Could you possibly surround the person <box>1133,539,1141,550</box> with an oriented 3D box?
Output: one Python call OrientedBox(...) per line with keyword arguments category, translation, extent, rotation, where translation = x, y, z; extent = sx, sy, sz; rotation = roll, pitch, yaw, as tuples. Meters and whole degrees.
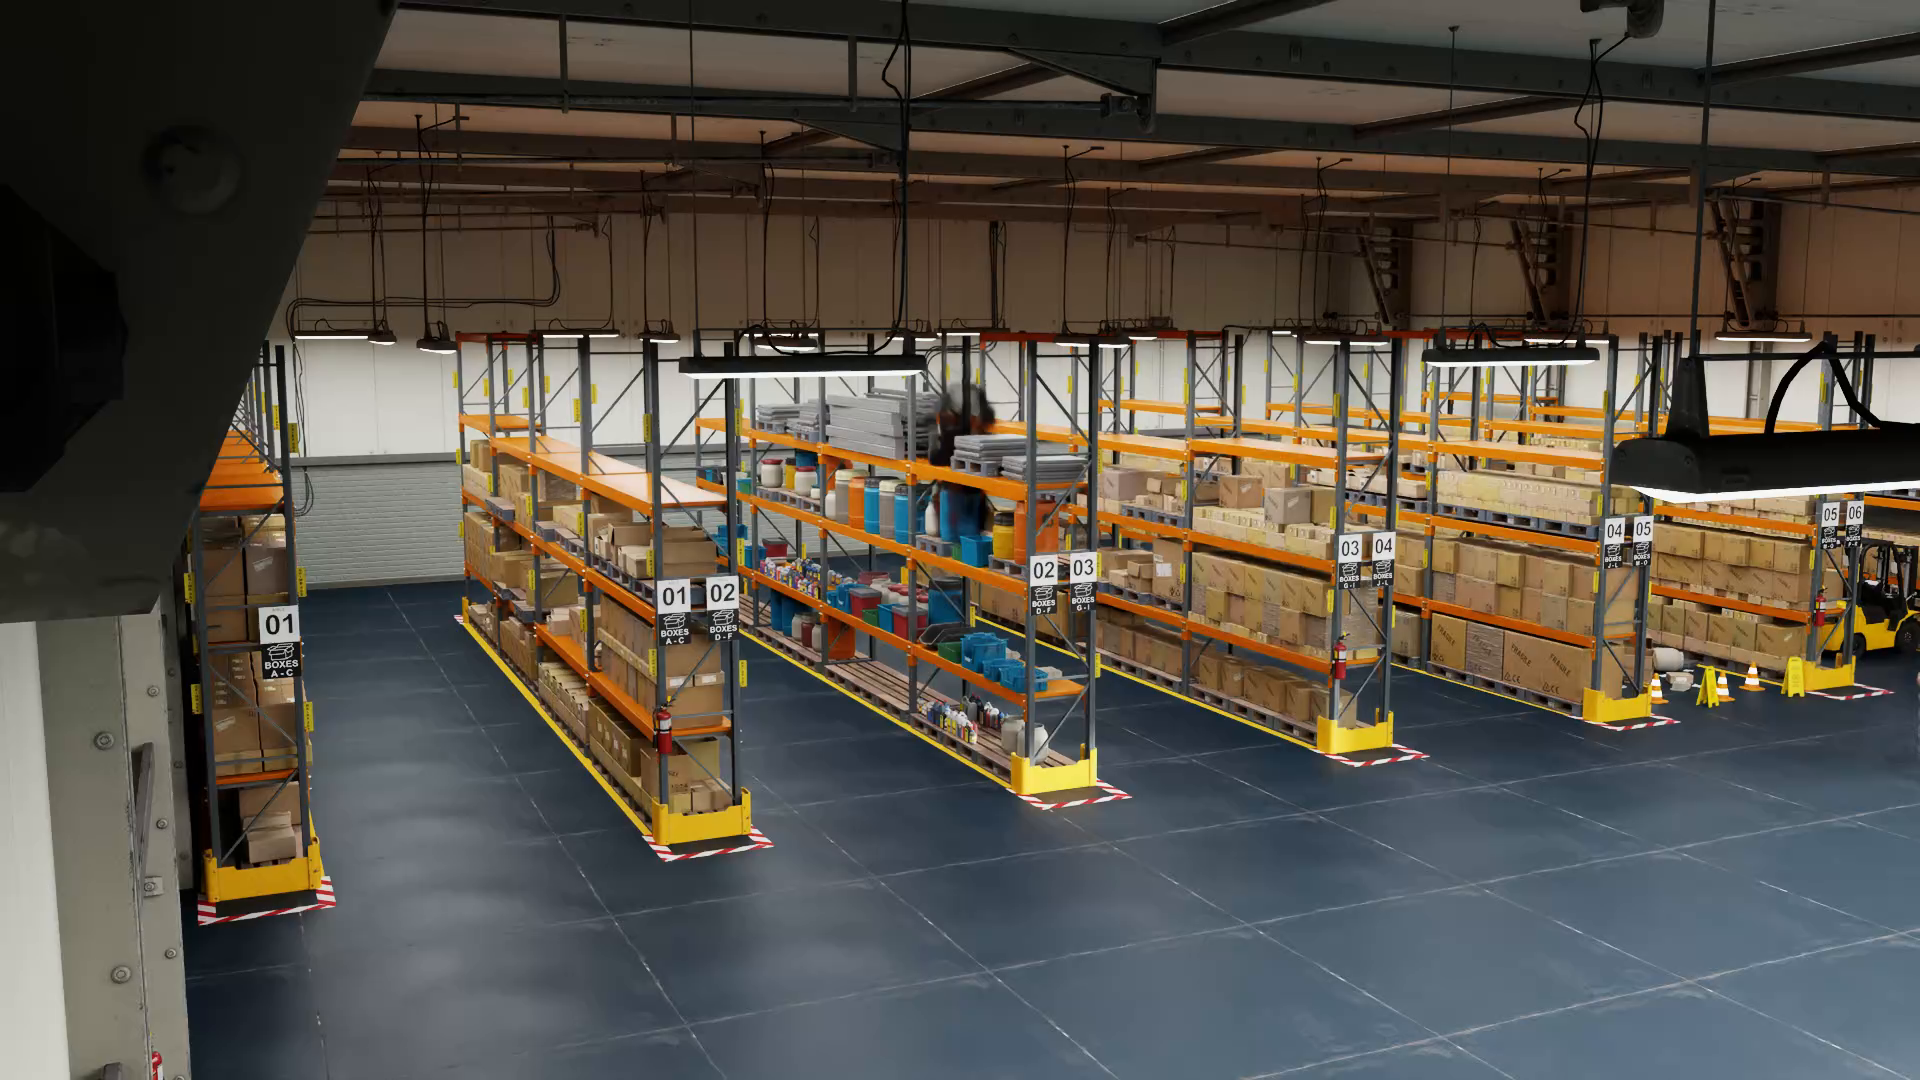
OrientedBox(category="person", translation=(4.366, -0.176, 41.997), extent=(1.093, 1.651, 0.744), rotation=(7, 10, 42))
